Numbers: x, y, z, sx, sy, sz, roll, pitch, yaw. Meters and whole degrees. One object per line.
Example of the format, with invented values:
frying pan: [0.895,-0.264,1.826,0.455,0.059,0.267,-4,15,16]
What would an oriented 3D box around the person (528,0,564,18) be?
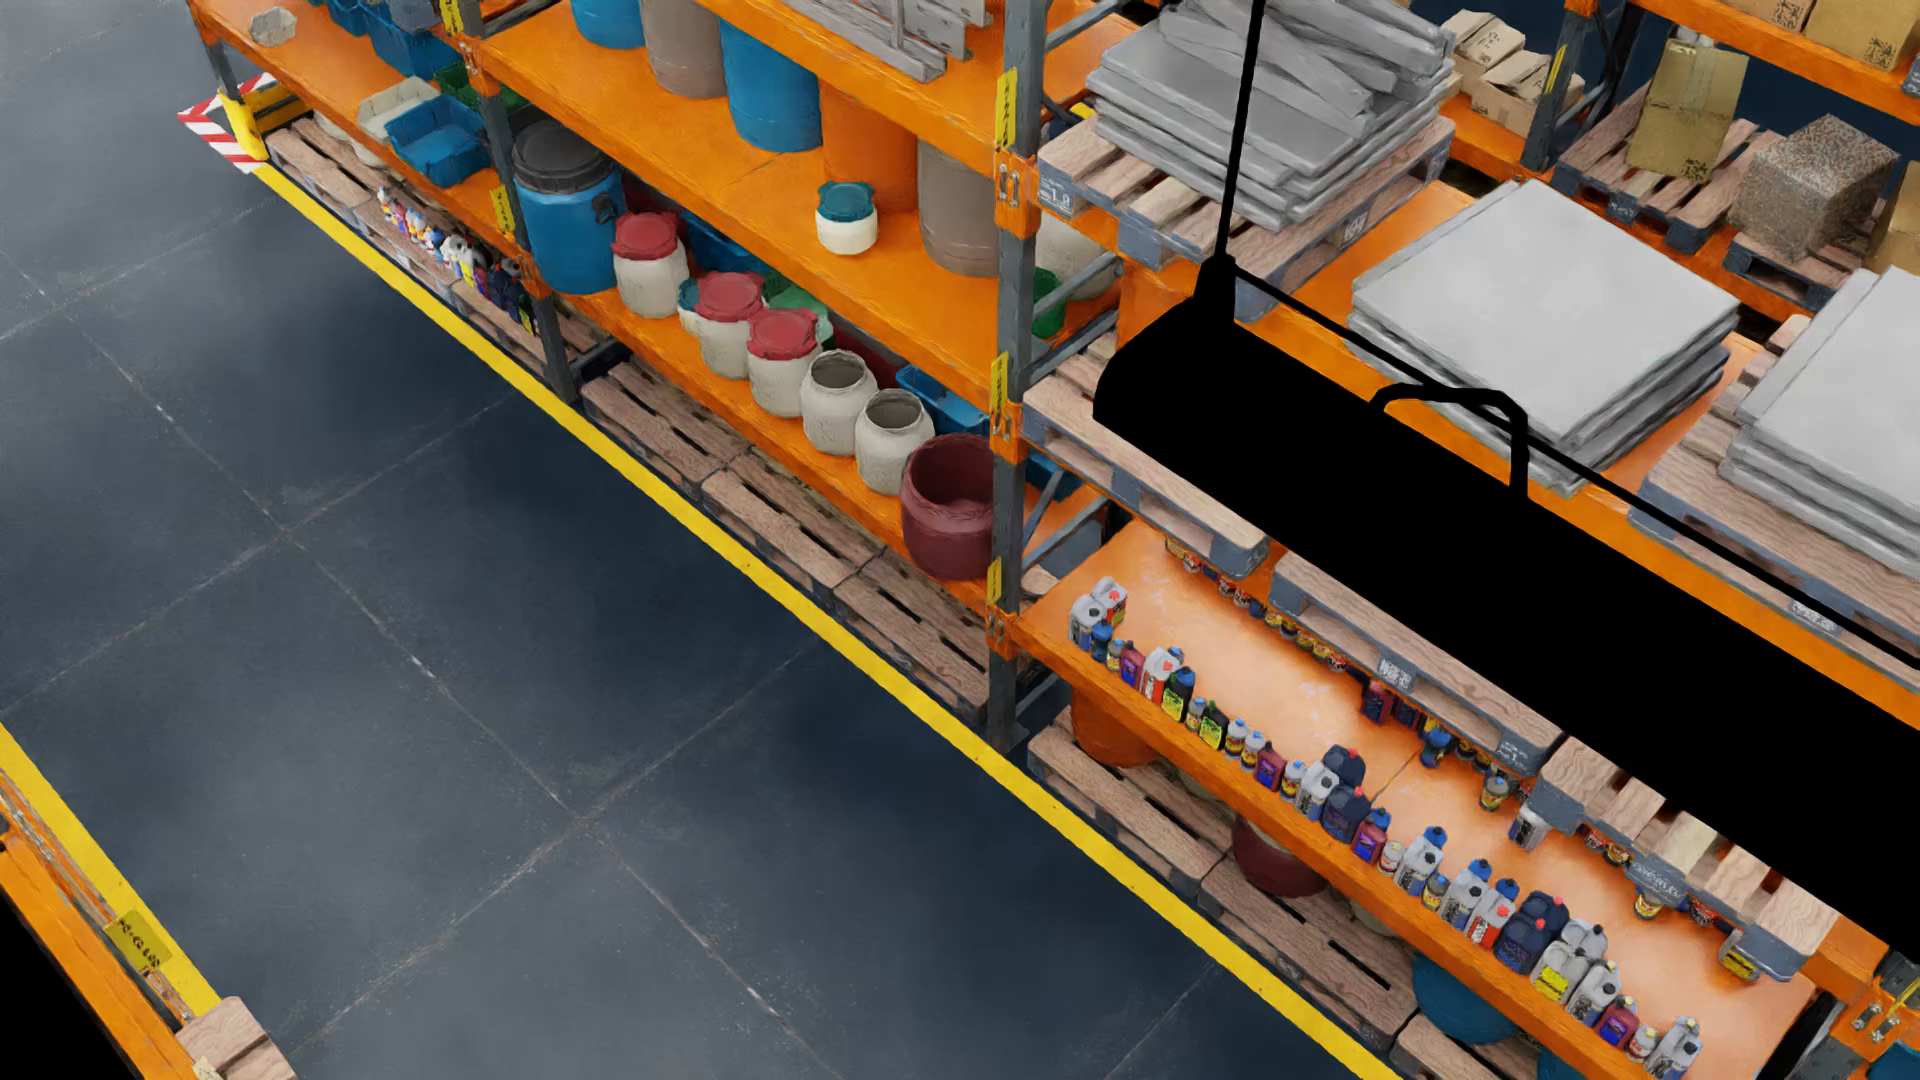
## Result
person: [-2.954,-3.794,12.438,1.193,1.700,0.588,35,58,25]

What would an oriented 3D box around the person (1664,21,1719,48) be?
person: [5.213,-3.340,12.065,0.547,1.742,0.677,35,58,26]
